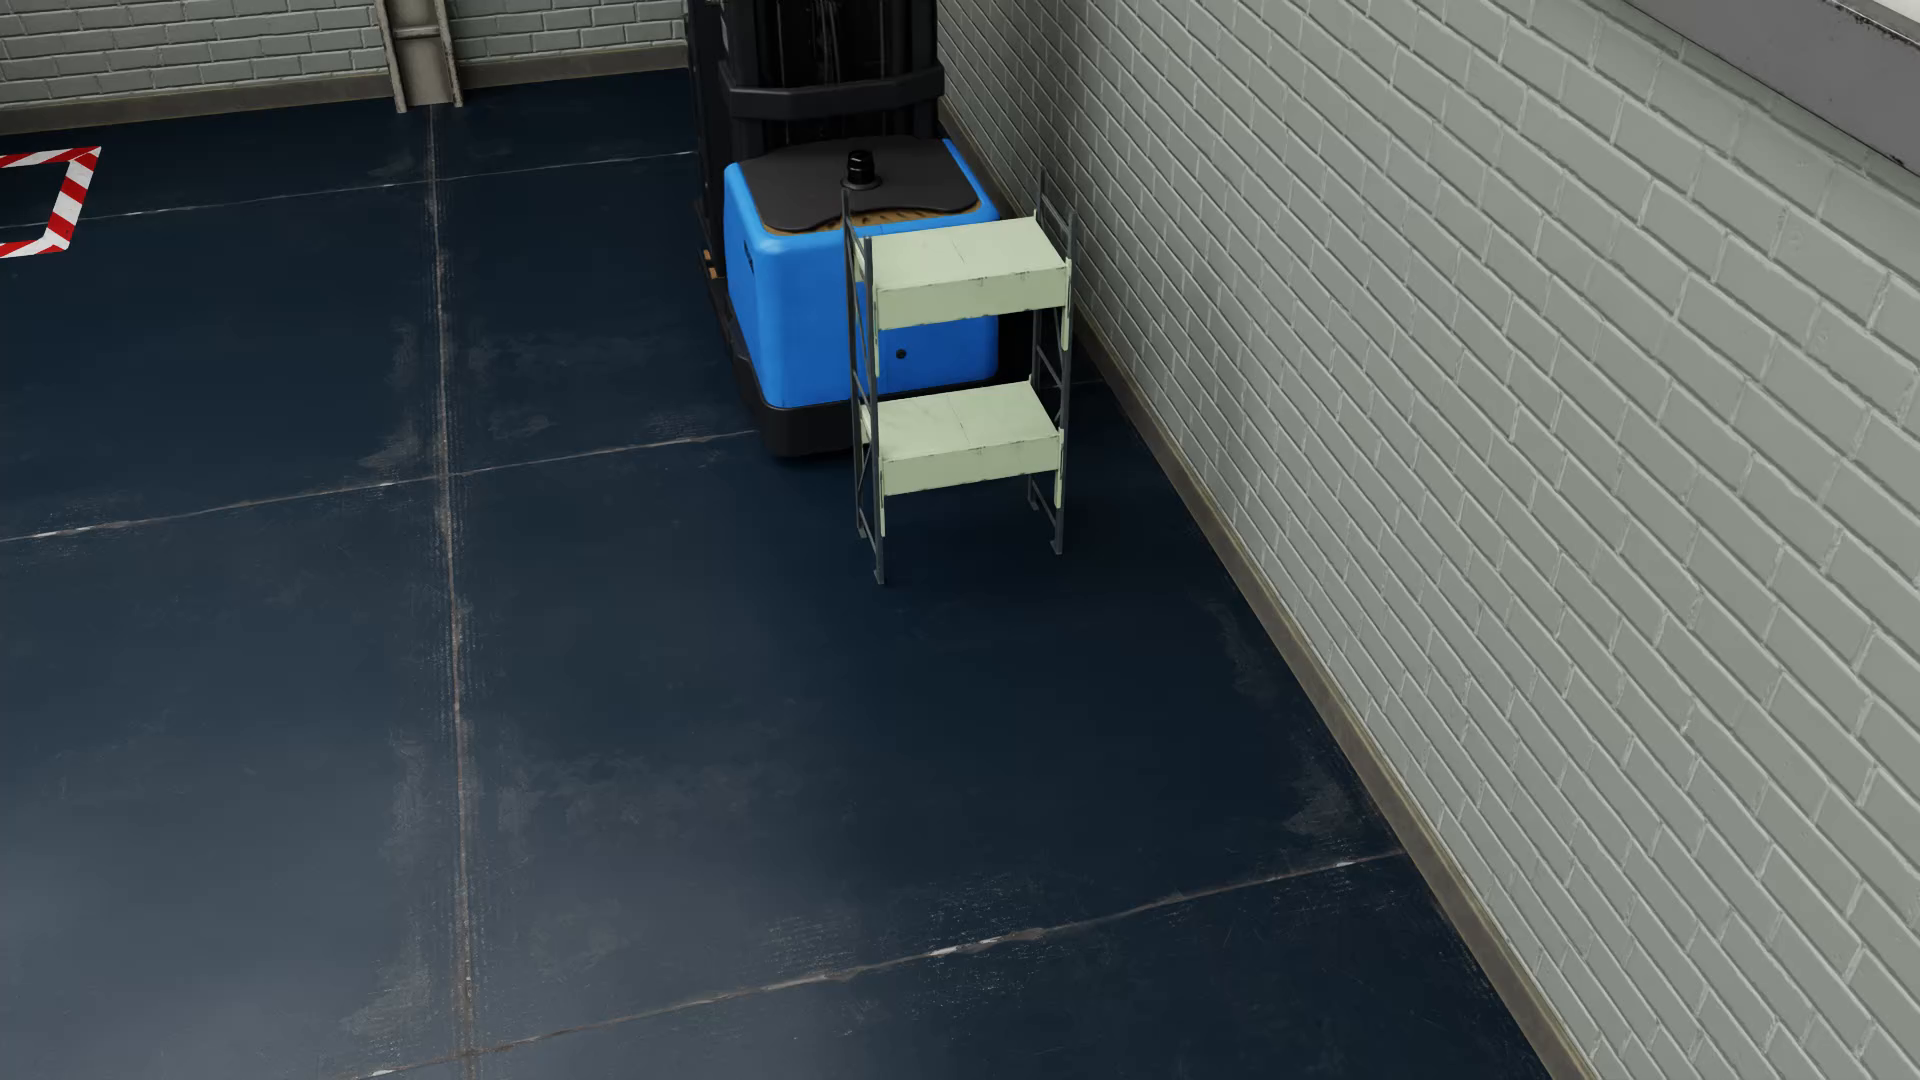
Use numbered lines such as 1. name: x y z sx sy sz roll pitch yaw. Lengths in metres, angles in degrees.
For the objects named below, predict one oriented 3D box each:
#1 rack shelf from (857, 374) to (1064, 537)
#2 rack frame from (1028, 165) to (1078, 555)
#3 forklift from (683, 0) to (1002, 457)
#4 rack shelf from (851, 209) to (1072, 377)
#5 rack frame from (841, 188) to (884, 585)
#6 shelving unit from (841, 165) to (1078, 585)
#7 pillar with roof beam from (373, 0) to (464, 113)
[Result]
1. rack shelf: -0.006 -0.336 6.491 0.720 0.370 0.431 -9 38 -12
2. rack frame: 0.347 -0.653 6.369 0.023 1.500 0.400 -9 38 -12
3. forklift: -0.705 -2.416 7.496 1.130 2.935 3.031 -10 38 -12
4. rack shelf: -0.006 -0.905 6.056 0.720 0.370 0.431 -9 38 -12
5. rack frame: -0.360 -0.537 6.217 0.023 1.500 0.400 -9 38 -12
6. shelving unit: -0.006 -0.595 6.293 0.755 1.500 0.431 -9 38 -12
7. pillar with roof beam: -2.163 -3.780 4.285 0.400 9.000 9.100 -9 38 -12
